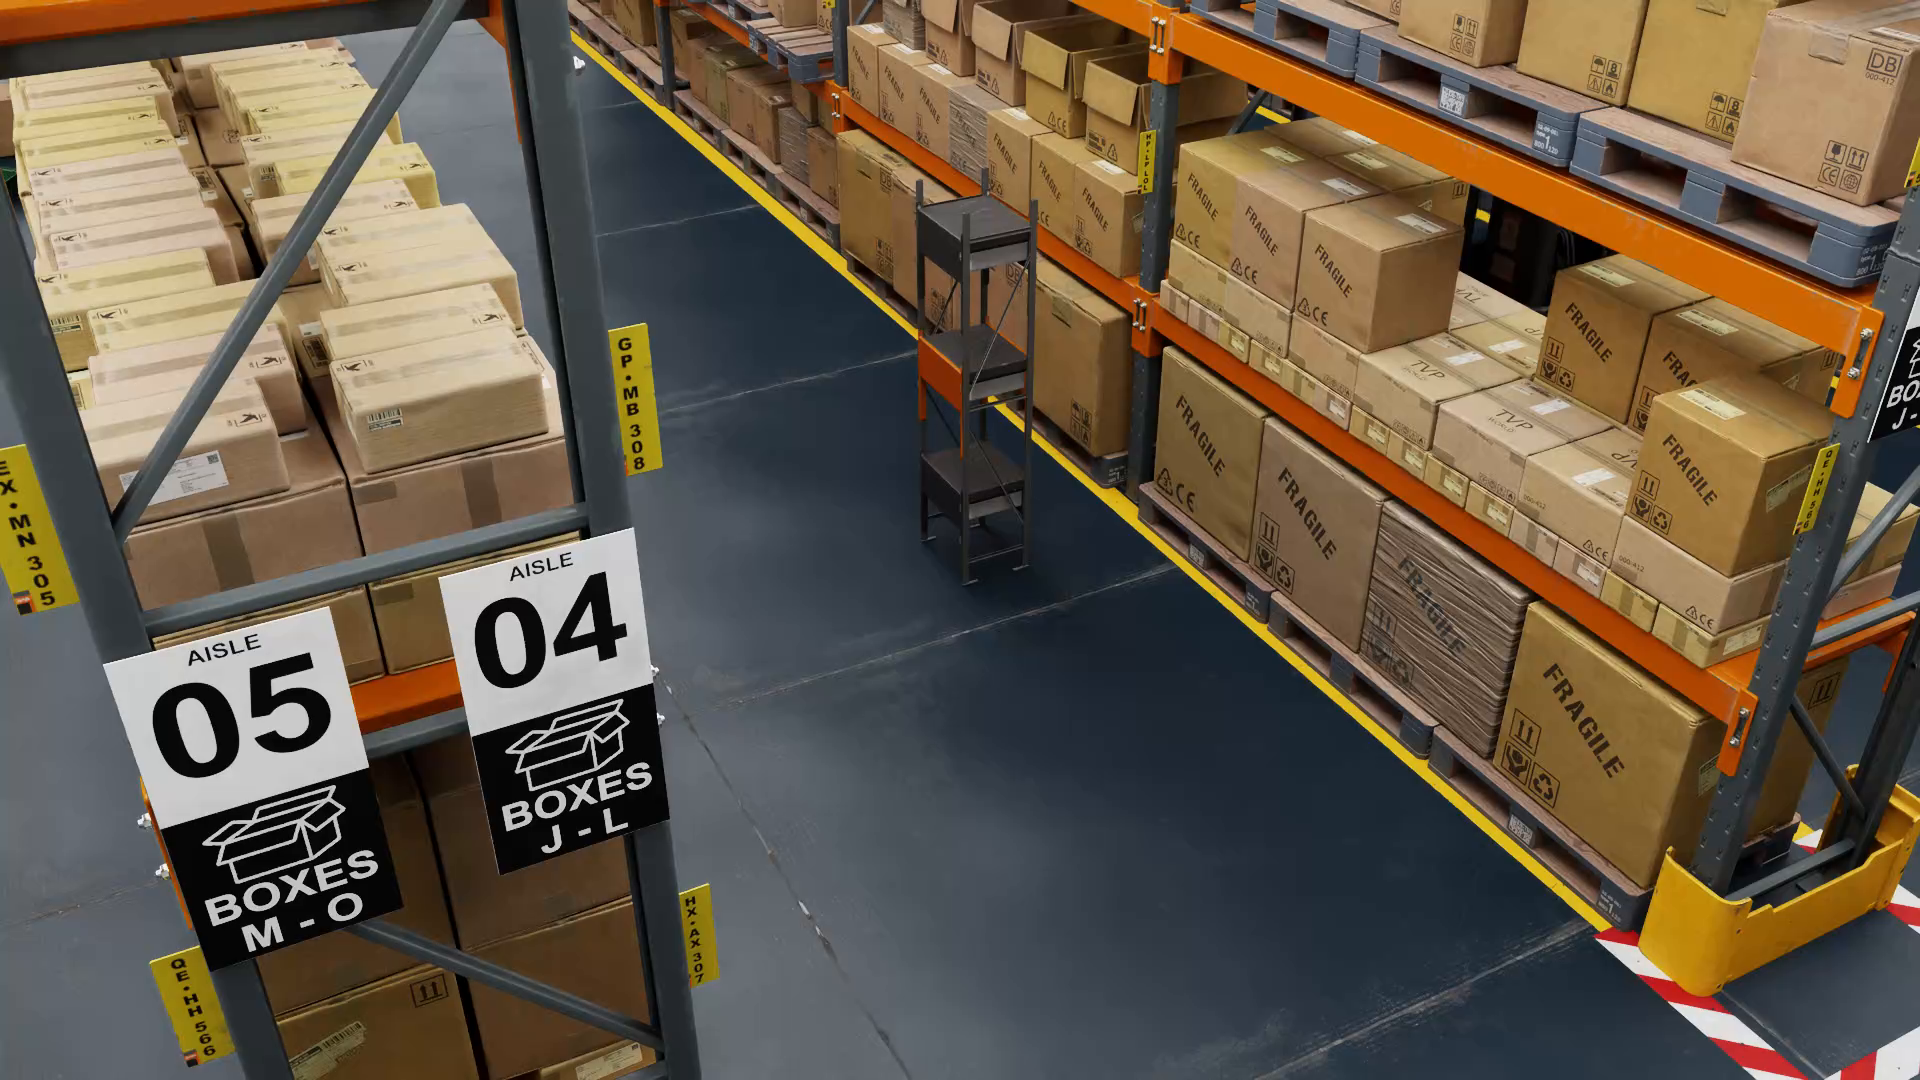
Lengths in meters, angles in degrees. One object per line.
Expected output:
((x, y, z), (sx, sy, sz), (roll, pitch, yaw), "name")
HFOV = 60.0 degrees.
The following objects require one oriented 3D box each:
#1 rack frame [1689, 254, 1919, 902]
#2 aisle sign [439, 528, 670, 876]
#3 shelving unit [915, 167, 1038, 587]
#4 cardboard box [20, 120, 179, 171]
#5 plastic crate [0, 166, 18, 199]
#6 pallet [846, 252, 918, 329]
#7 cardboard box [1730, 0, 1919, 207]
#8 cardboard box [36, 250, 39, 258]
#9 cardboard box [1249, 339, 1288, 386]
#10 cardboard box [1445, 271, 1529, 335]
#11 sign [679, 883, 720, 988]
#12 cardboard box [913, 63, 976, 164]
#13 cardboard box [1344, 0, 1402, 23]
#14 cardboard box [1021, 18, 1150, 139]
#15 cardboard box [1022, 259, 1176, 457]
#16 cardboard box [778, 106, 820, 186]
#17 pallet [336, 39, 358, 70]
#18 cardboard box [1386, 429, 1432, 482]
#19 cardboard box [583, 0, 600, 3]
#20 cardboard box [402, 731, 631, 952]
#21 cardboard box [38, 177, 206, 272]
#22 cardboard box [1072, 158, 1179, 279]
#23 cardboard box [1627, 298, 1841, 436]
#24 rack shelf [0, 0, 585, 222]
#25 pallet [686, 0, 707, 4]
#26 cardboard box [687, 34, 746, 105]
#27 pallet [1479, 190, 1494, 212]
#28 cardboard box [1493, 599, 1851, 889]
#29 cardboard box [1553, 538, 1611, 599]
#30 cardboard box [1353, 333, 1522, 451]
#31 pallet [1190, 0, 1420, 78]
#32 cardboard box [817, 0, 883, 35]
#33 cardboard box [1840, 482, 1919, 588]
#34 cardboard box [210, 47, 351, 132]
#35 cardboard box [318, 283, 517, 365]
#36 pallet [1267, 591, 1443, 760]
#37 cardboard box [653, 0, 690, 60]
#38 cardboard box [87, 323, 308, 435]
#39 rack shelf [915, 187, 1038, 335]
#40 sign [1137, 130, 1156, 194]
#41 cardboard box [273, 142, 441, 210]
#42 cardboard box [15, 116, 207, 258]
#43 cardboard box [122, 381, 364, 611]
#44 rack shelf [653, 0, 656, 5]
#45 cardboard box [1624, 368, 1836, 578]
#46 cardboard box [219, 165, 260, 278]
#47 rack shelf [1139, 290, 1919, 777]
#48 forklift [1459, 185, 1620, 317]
((3.297, 0.293, 6.031), (1.000, 3.000, 0.127), (-16, 36, -23), "rack frame")
((-0.839, 0.357, 3.521), (0.394, 0.787, 0.004), (-16, 36, -23), "aisle sign")
((0.077, -0.805, 8.579), (0.431, 2.100, 0.503), (-16, 36, -23), "shelving unit")
((-2.378, -1.035, 4.628), (0.380, 0.149, 0.250), (-17, 36, -25), "cardboard box")
((-7.973, -2.828, 13.456), (0.450, 0.188, 0.662), (10, 33, -4), "plastic crate")
((-0.132, -1.956, 12.126), (1.003, 0.211, 1.213), (-16, 36, -23), "pallet")
((3.007, -1.466, 5.421), (0.700, 0.500, 0.500), (-18, 37, -26), "cardboard box")
((-2.554, -0.839, 5.157), (0.500, 0.250, 0.500), (-14, 35, -21), "cardboard box")
((1.645, -0.910, 8.141), (0.380, 0.149, 0.250), (-17, 36, -24), "cardboard box")
((2.351, -1.044, 7.981), (0.500, 0.250, 0.500), (-15, 36, -22), "cardboard box")
((-0.658, 0.991, 4.139), (0.100, 0.325, 0.005), (-16, 36, -23), "sign")
((0.037, -2.778, 10.731), (0.500, 0.500, 0.500), (-17, 36, -24), "cardboard box")
((2.096, -2.524, 7.073), (0.700, 0.500, 0.500), (-14, 35, -21), "cardboard box")
((0.817, -2.714, 9.702), (0.797, 0.503, 0.637), (-15, 36, -23), "cardboard box")
((1.116, -1.199, 9.940), (1.225, 0.875, 0.875), (-16, 36, -23), "cardboard box")
((-1.033, -3.234, 13.445), (0.700, 0.500, 0.500), (-19, 37, -27), "cardboard box")
((-3.197, -1.922, 6.882), (1.213, 0.211, 1.003), (-16, 36, -23), "pallet")
((2.127, -0.418, 7.374), (0.380, 0.149, 0.250), (-15, 36, -22), "cardboard box")
((-3.887, -6.165, 18.039), (0.500, 0.500, 0.500), (-9, 34, -14), "cardboard box")
((-1.113, 0.623, 4.221), (0.500, 0.500, 0.500), (-16, 36, -23), "cardboard box")
((-2.122, -0.790, 4.247), (0.380, 0.149, 0.250), (-15, 36, -22), "cardboard box")
((0.972, -1.813, 9.225), (0.500, 0.500, 0.500), (-16, 36, -23), "cardboard box")
((3.079, -0.621, 6.625), (0.500, 0.500, 0.500), (-17, 36, -24), "cardboard box")
((-2.071, -1.684, 4.226), (1.077, 0.370, 4.000), (-16, 36, -23), "rack shelf")
((-2.071, -4.952, 14.395), (1.003, 0.211, 1.213), (-16, 36, -23), "pallet")
((-2.031, -4.268, 15.060), (0.700, 0.500, 0.500), (-19, 37, -27), "cardboard box")
((4.918, -2.650, 13.209), (1.003, 0.211, 1.213), (-16, 36, -23), "pallet")
((2.927, 0.725, 6.936), (0.875, 0.875, 0.875), (-16, 36, -23), "cardboard box")
((2.600, 0.067, 6.616), (0.380, 0.149, 0.250), (-16, 36, -23), "cardboard box")
((2.116, -0.667, 7.392), (0.500, 0.250, 0.500), (-16, 36, -23), "cardboard box")
((1.804, -2.449, 7.612), (1.003, 0.211, 1.213), (-16, 36, -23), "pallet")
((-0.721, -3.992, 12.237), (0.500, 0.500, 0.500), (-21, 38, -29), "cardboard box")
((3.312, -0.066, 6.455), (0.500, 0.250, 0.500), (-17, 36, -24), "cardboard box")
((-2.122, -1.419, 5.229), (0.380, 0.149, 0.250), (-17, 37, -25), "cardboard box")
((-1.191, -0.424, 3.676), (0.380, 0.149, 0.250), (-14, 35, -21), "cardboard box")
((2.290, 0.523, 8.256), (1.003, 0.211, 1.213), (-16, 36, -23), "pallet")
((-2.723, -5.031, 16.268), (0.500, 0.500, 0.500), (-5, 33, -8), "cardboard box")
((-1.601, -0.308, 3.494), (0.380, 0.149, 0.250), (-15, 36, -22), "cardboard box")
((0.077, -1.383, 8.209), (0.431, 0.518, 0.480), (-16, 36, -23), "rack shelf")
((0.956, -1.929, 8.500), (0.100, 0.325, 0.005), (-16, 36, -23), "sign")
((-1.618, -0.935, 4.472), (0.380, 0.149, 0.250), (-15, 35, -22), "cardboard box")
((-2.541, -1.055, 5.029), (0.500, 0.250, 0.500), (-15, 36, -22), "cardboard box")
((-1.578, -0.074, 3.499), (0.500, 0.250, 0.500), (-17, 36, -25), "cardboard box")
((-3.231, -6.086, 16.654), (1.077, 0.370, 4.000), (-16, 36, -23), "rack shelf")
((2.837, -0.252, 6.049), (0.500, 0.500, 0.500), (-15, 36, -23), "cardboard box")
((-1.820, -0.927, 4.830), (0.500, 0.250, 0.500), (-17, 36, -25), "cardboard box")
((2.364, -0.359, 7.715), (1.077, 0.370, 4.000), (-16, 36, -23), "rack shelf")
((2.903, -1.687, 9.185), (1.130, 2.935, 3.031), (-18, 37, -26), "forklift")
